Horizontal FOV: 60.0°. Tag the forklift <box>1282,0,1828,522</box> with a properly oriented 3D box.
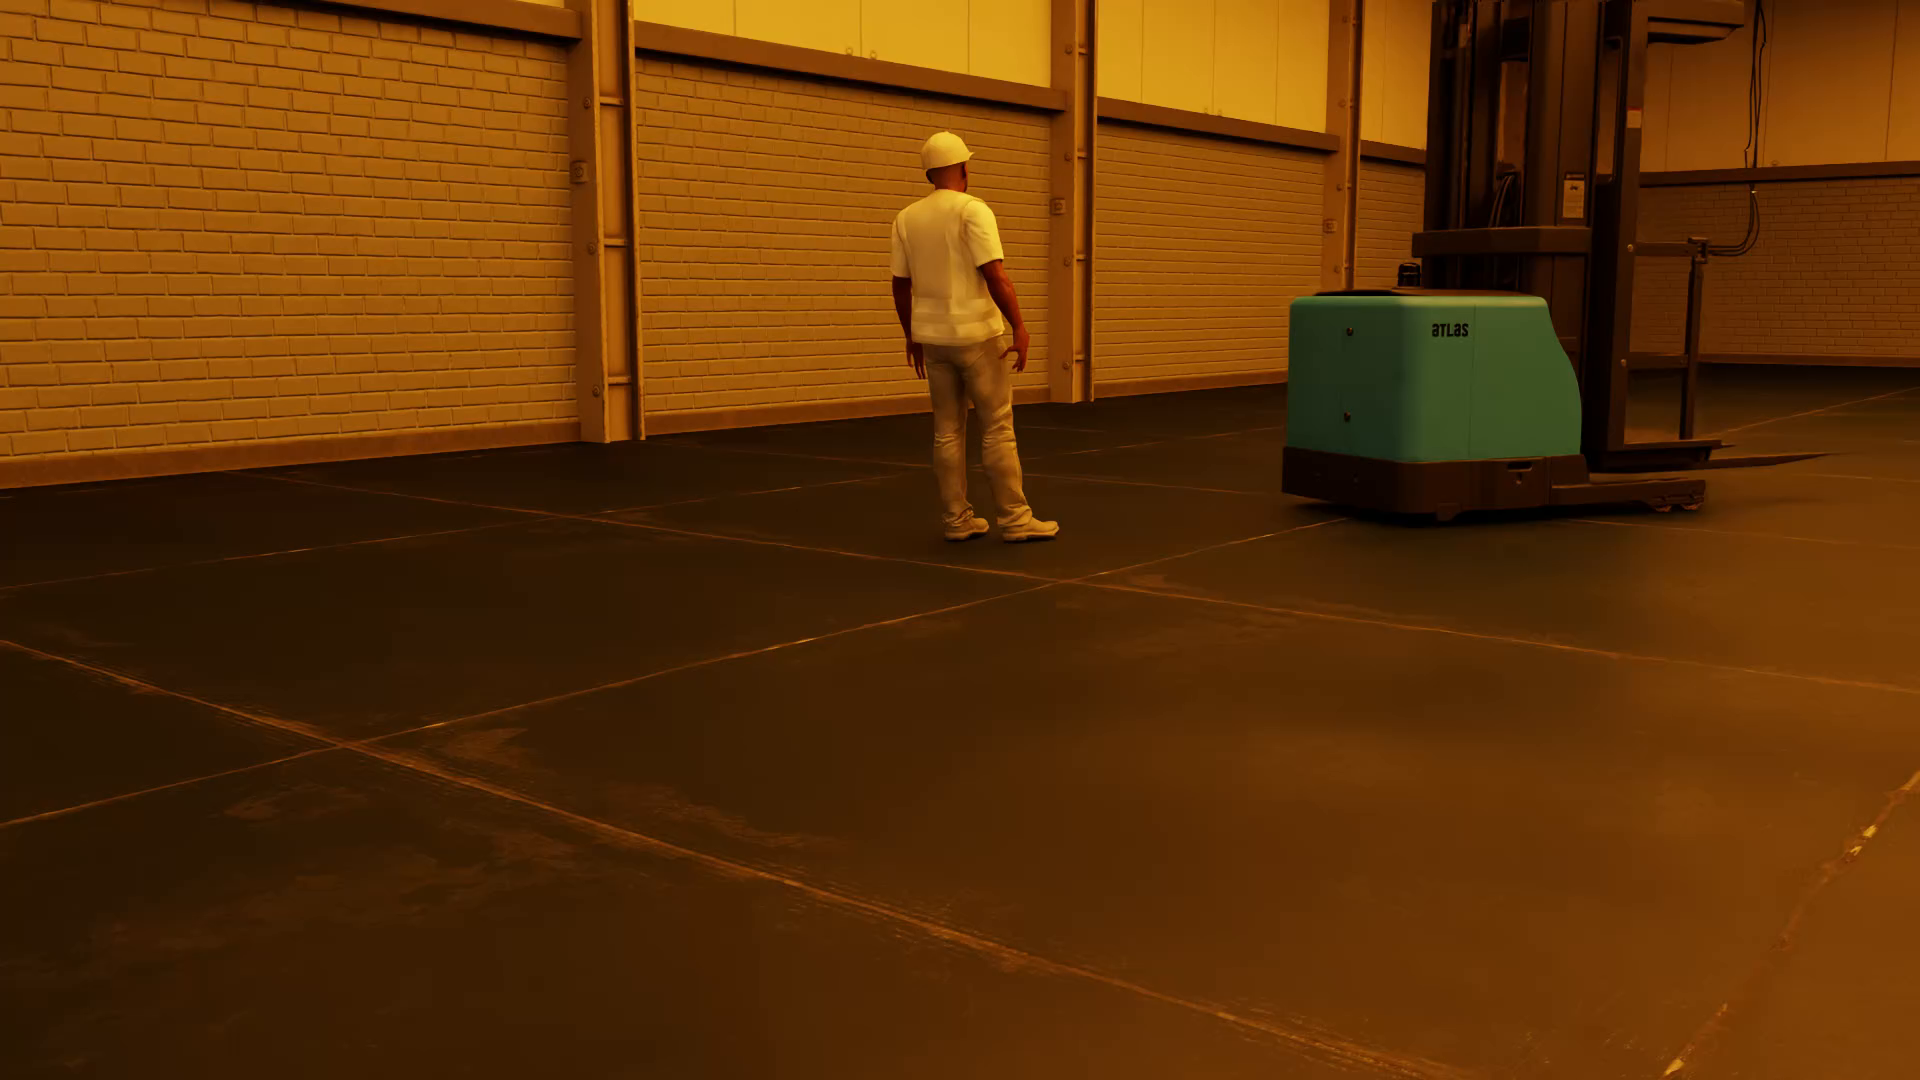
[{"bbox_3d":[3.225,-1.654,8.583,3.031,2.935,1.130,-4,9,-24],"label":"forklift"}]

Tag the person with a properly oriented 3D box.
[{"bbox_3d":[0.048,-0.888,7.327,0.666,1.768,0.575,7,11,38],"label":"person"}]
